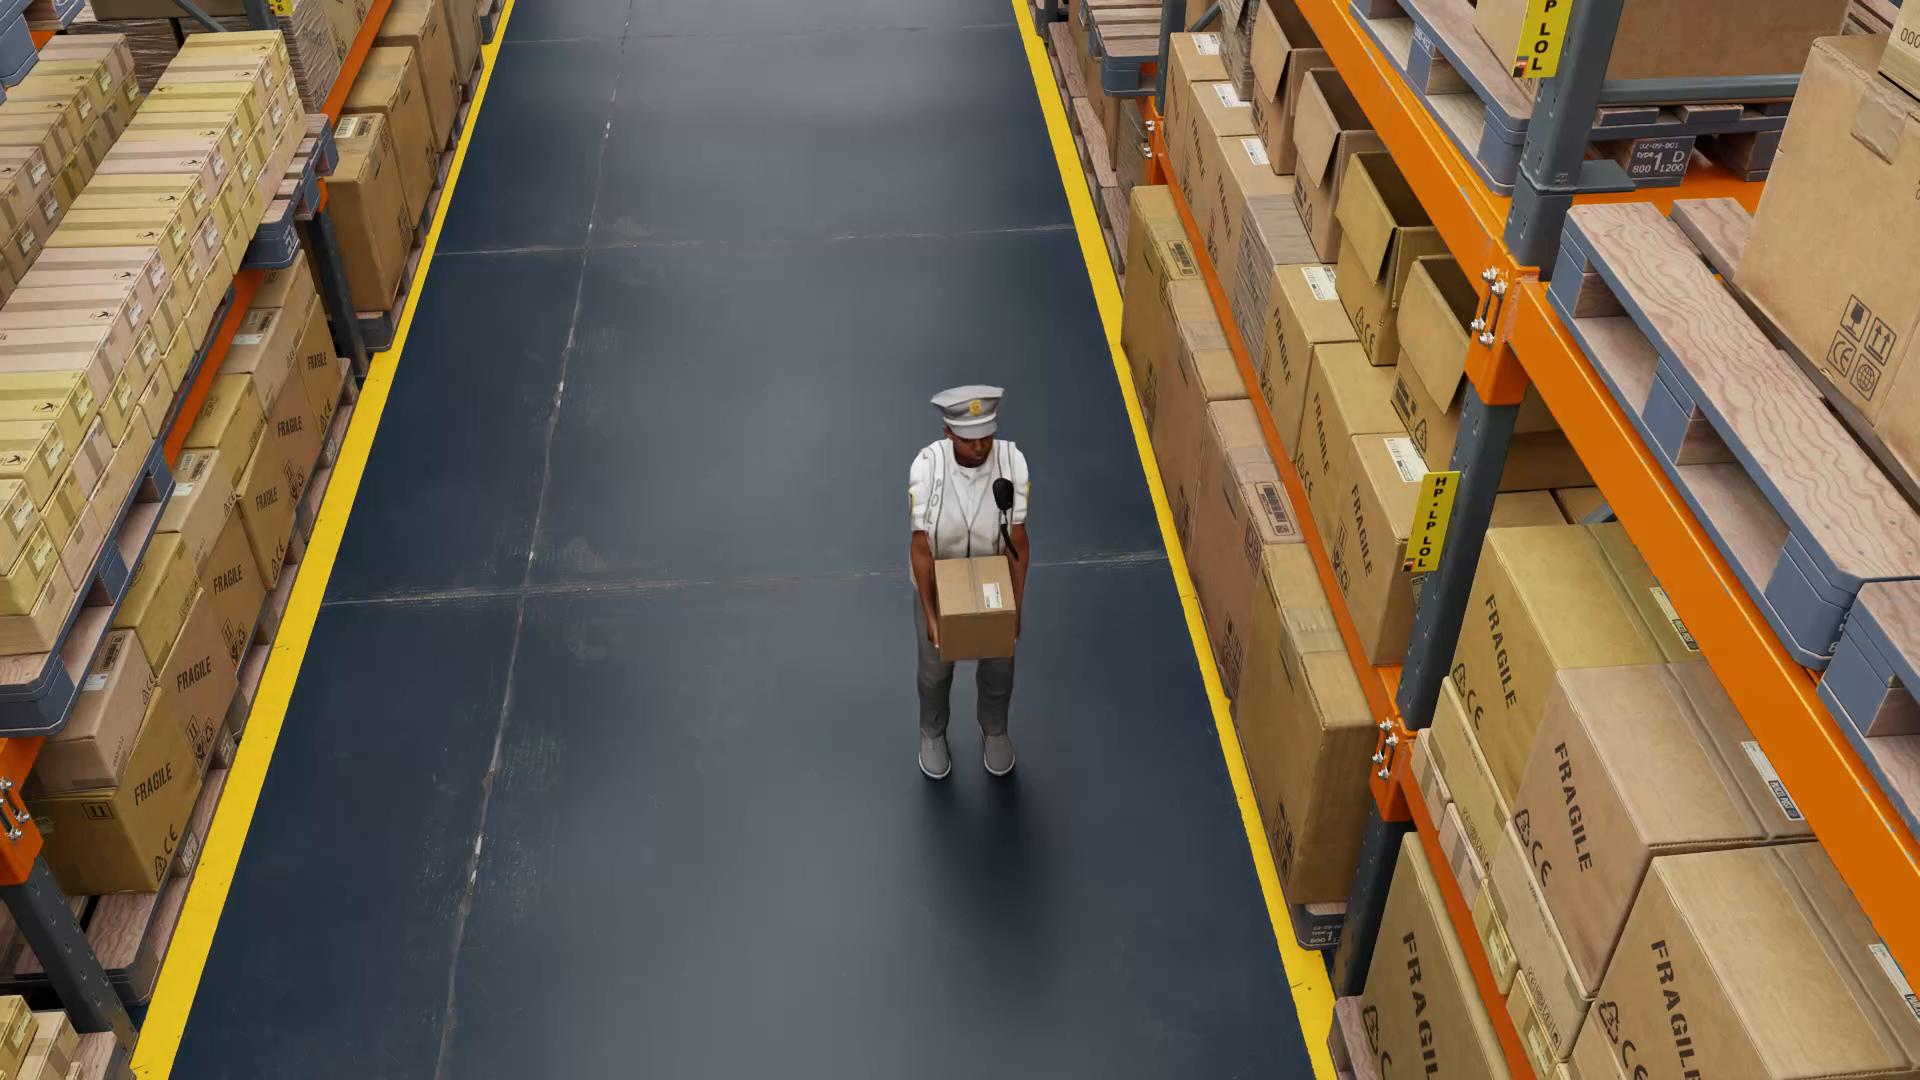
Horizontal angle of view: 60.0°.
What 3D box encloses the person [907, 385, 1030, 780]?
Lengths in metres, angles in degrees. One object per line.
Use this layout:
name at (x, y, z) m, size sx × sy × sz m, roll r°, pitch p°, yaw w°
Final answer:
person at (0.038, 0.209, 5.884) m, size 0.423 × 1.691 × 0.523 m, roll -4°, pitch 39°, yaw -4°
